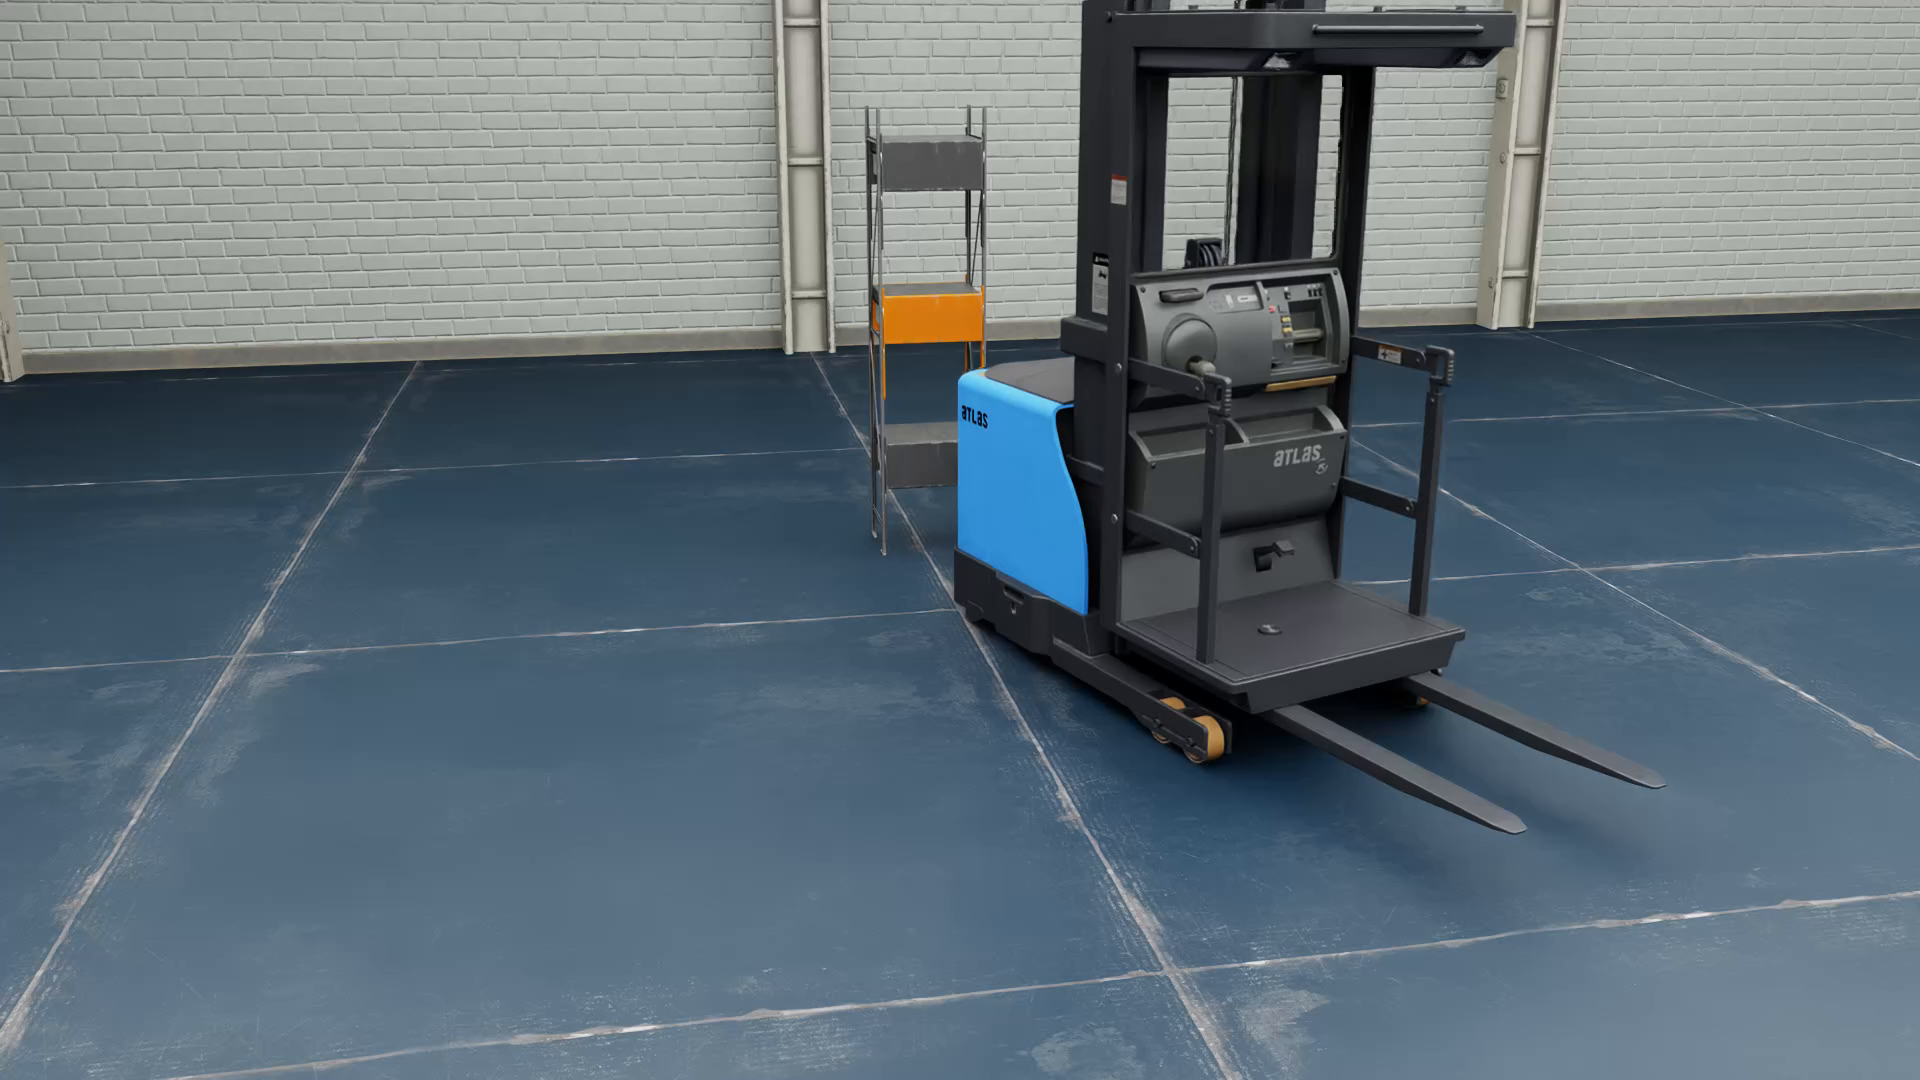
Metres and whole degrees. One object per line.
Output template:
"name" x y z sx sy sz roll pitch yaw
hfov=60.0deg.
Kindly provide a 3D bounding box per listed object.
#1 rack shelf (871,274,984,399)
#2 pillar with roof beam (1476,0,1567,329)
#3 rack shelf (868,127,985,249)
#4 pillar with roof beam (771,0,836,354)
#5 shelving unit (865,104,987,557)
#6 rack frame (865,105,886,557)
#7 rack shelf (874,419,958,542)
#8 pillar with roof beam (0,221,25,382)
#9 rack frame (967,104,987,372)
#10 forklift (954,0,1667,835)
"rack shelf" -0.163 -0.981 7.978 0.480 0.518 0.431 -3 17 -10
"pillar with roof beam" 5.505 -4.910 8.970 0.400 9.000 9.100 -3 17 -10
"rack shelf" -0.163 -1.651 7.772 0.480 0.518 0.431 -3 17 -10
"pillar with roof beam" -0.386 -4.576 7.882 0.400 9.000 9.100 -3 17 -10
"shelving unit" -0.163 -0.995 7.973 0.503 2.100 0.431 -3 17 -10
"rack frame" -0.402 -0.981 7.929 0.015 2.100 0.400 -3 17 -10
"rack shelf" -0.163 -0.312 8.183 0.480 0.518 0.431 -3 17 -10
"pillar with roof beam" -6.277 -4.241 6.794 0.400 9.000 9.100 -3 17 -10
"rack frame" 0.077 -1.008 8.018 0.015 2.100 0.400 -3 17 -10
"forklift" 1.140 -0.776 5.847 1.130 2.935 3.031 -9 19 -28
